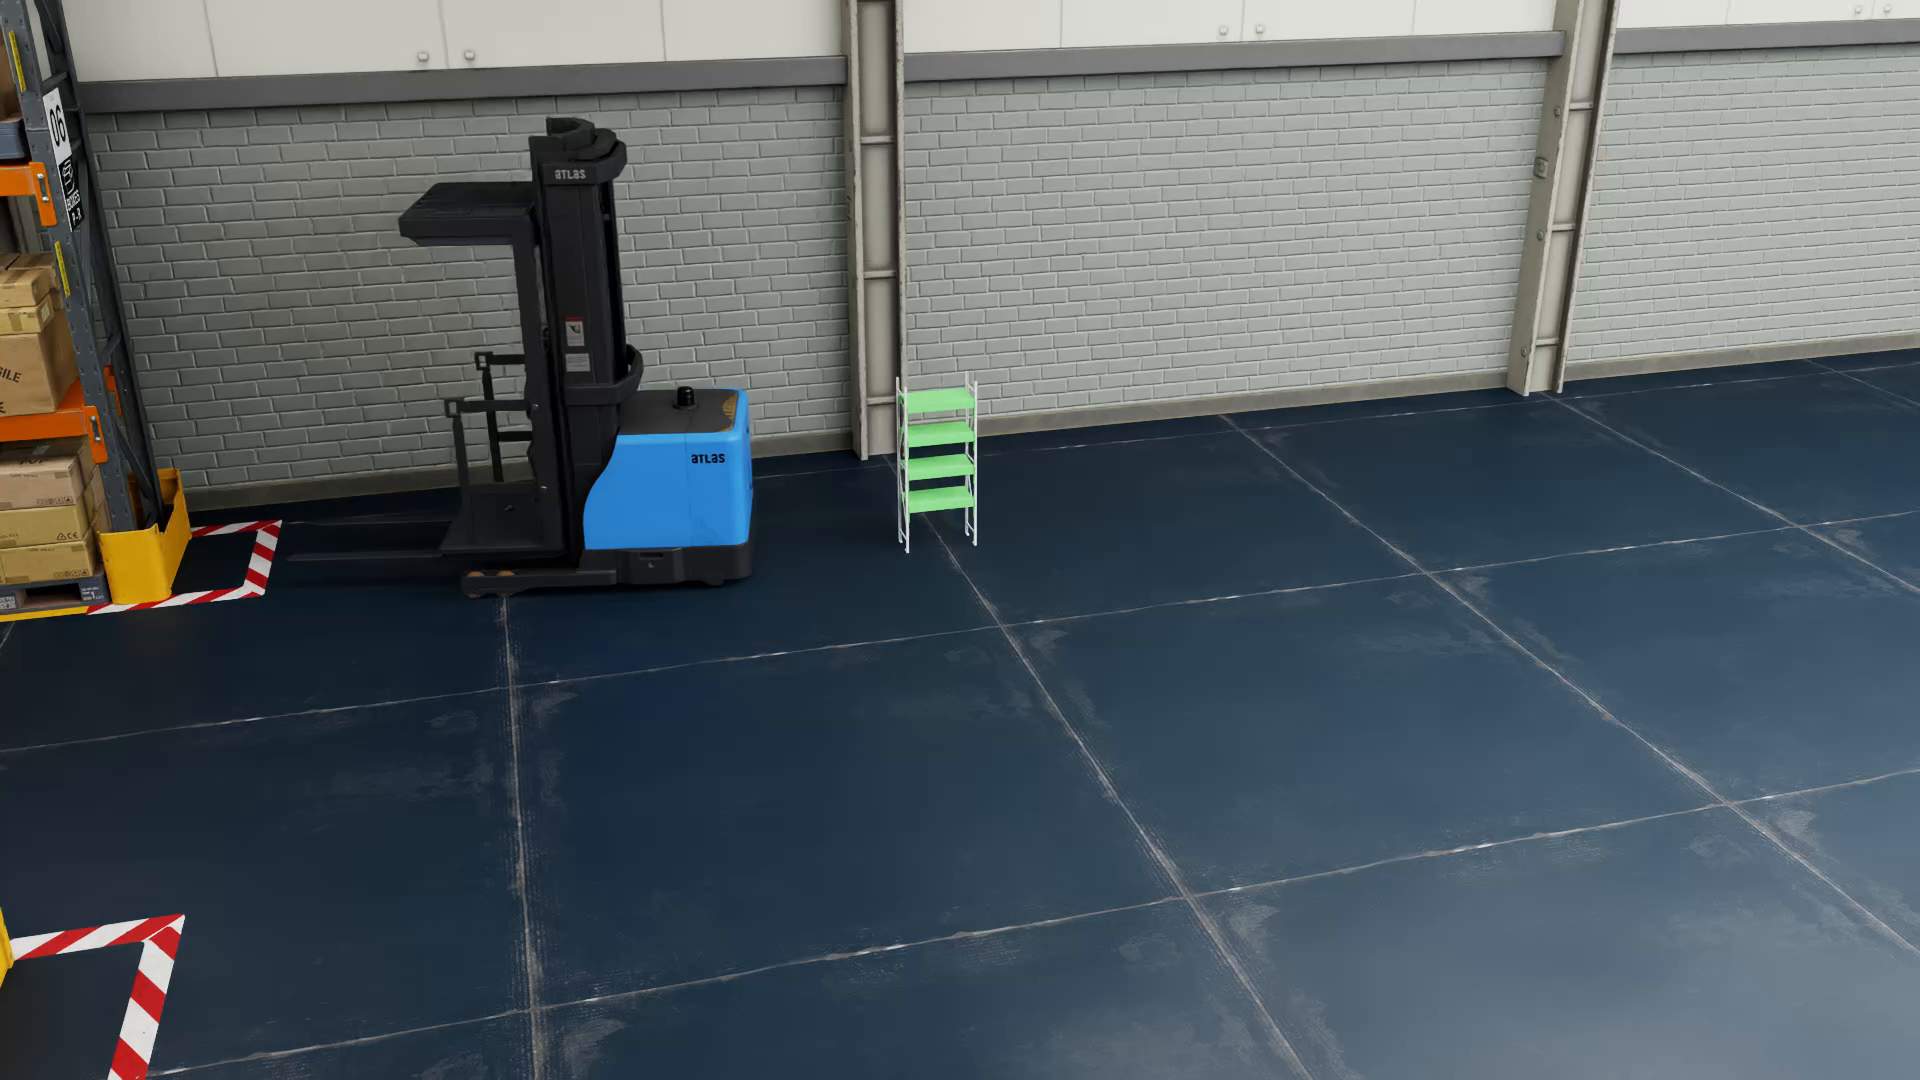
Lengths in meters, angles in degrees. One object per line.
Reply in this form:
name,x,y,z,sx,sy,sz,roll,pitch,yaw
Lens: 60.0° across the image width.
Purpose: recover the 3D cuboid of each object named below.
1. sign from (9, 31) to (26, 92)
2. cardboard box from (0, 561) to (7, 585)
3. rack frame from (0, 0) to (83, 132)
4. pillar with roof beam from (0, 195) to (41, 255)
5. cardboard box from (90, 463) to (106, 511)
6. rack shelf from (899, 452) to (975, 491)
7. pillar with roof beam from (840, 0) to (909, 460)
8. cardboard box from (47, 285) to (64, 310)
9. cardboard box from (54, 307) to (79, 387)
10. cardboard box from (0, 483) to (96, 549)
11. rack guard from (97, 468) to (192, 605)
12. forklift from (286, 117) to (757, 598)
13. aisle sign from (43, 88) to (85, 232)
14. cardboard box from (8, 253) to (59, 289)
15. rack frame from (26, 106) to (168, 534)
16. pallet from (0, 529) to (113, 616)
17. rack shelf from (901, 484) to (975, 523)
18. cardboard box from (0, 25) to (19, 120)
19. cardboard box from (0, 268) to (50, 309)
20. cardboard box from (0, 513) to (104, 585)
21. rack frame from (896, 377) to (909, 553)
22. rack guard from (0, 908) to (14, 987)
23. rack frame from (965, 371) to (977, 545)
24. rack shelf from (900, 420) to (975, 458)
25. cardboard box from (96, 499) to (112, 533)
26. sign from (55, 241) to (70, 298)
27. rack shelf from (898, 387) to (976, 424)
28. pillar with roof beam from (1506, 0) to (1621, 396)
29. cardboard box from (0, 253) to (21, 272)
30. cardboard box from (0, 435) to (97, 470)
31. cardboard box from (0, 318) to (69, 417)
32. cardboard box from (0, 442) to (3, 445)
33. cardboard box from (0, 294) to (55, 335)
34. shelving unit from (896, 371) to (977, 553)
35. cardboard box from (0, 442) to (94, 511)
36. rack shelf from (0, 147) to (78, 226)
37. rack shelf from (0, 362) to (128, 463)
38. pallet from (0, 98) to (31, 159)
sign,-5.370,-2.728,9.477,0.005,0.325,0.100,-6,24,-14
cardboard box,-6.352,0.104,10.659,0.500,0.250,0.500,-6,24,-14
rack frame,-5.503,-3.943,9.528,0.127,3.000,1.000,-6,24,-14
pillar with roof beam,-5.254,-2.577,6.343,0.400,9.000,9.100,-6,24,-14
cardboard box,-6.012,-0.374,11.139,0.500,0.250,0.500,-6,24,-13
rack shelf,-0.159,-0.475,11.497,0.480,0.148,0.258,-6,24,-14
pillar with roof beam,0.523,-3.216,7.833,0.400,9.000,9.100,-6,24,-14
cardboard box,-5.900,-1.593,10.708,0.250,0.149,0.380,-7,24,-16
cardboard box,-6.055,-1.285,10.814,0.500,0.500,0.500,-6,24,-13
cardboard box,-5.888,-0.175,10.674,0.500,0.250,0.500,-7,24,-15
rack guard,-5.480,-0.040,11.210,0.348,0.500,1.175,-6,24,-14
forklift,-2.927,-1.186,10.798,3.031,2.935,1.130,-2,23,-4
aisle sign,-5.361,-2.276,9.955,0.004,0.787,0.394,-6,24,-14
cardboard box,-5.884,-1.712,10.610,0.250,0.149,0.380,-7,24,-15
rack frame,-5.503,-1.186,10.711,0.127,3.000,1.000,-6,24,-14
pallet,-6.228,0.192,11.034,1.213,0.211,1.003,-6,24,-14
rack shelf,-0.159,-0.254,11.592,0.480,0.148,0.258,-6,24,-14
cardboard box,-5.864,-2.710,9.671,0.500,0.500,0.500,-6,24,-13
cardboard box,-5.791,-1.549,10.229,0.250,0.149,0.380,-6,24,-14
cardboard box,-5.870,0.054,10.774,0.500,0.250,0.500,-6,24,-14
rack frame,-0.394,-0.508,11.412,0.015,1.200,0.240,-6,24,-14
rack guard,-4.232,1.855,6.794,0.348,0.500,1.175,-6,24,-14
rack frame,0.076,-0.560,11.533,0.015,1.200,0.240,-6,24,-14
rack shelf,-0.159,-0.696,11.403,0.480,0.148,0.258,-6,24,-14
cardboard box,-6.029,-0.138,11.221,0.500,0.250,0.500,-6,24,-14
sign,-5.370,-1.620,9.952,0.005,0.325,0.100,-6,24,-14
rack shelf,-0.159,-0.916,11.308,0.480,0.148,0.258,-6,24,-14
pillar with roof beam,6.300,-3.855,9.322,0.400,9.000,9.100,-6,24,-14
cardboard box,-6.157,-1.708,10.599,0.250,0.149,0.380,-5,24,-13
cardboard box,-6.017,-0.596,11.021,0.500,0.250,0.500,-7,24,-15
cardboard box,-5.906,-1.080,10.336,0.500,0.500,0.500,-7,24,-16
cardboard box,-6.497,-0.541,10.894,0.500,0.250,0.500,-6,24,-14
cardboard box,-5.761,-1.387,10.229,0.250,0.149,0.380,-6,24,-14
shelving unit,-0.159,-0.534,11.472,0.503,1.200,0.258,-6,24,-14
cardboard box,-5.862,-0.408,10.583,0.500,0.250,0.500,-5,24,-13
rack shelf,-7.429,-2.021,9.765,4.000,0.370,1.077,-6,24,-14
rack shelf,-7.429,-0.643,10.356,4.000,0.370,1.077,-6,24,-14
pallet,-6.191,-2.459,9.984,1.213,0.211,1.003,-6,24,-14
